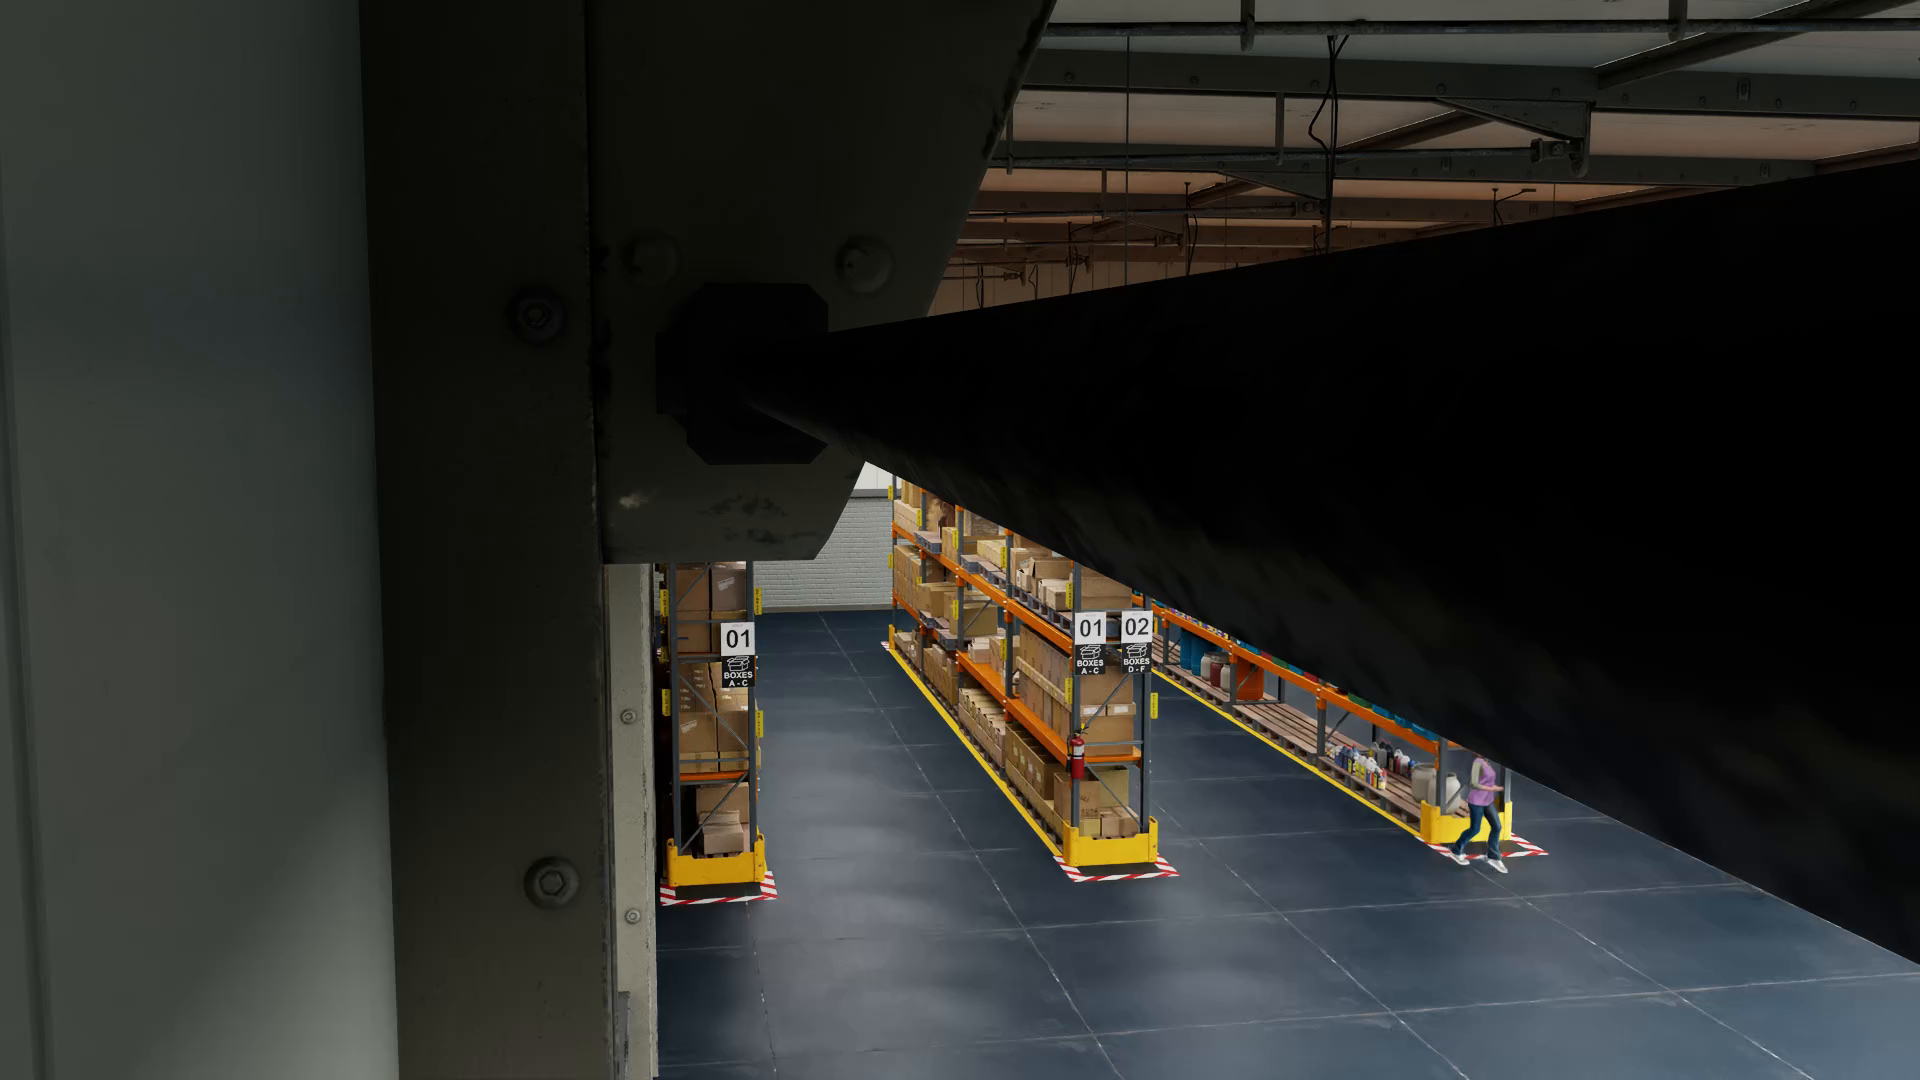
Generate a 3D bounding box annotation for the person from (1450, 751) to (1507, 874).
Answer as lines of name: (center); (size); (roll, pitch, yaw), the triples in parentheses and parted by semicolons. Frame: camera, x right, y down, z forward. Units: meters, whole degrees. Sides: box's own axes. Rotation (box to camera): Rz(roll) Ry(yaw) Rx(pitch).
person: (6.482, 3.294, 20.664); (0.709, 1.616, 0.549); (5, 8, 40)
